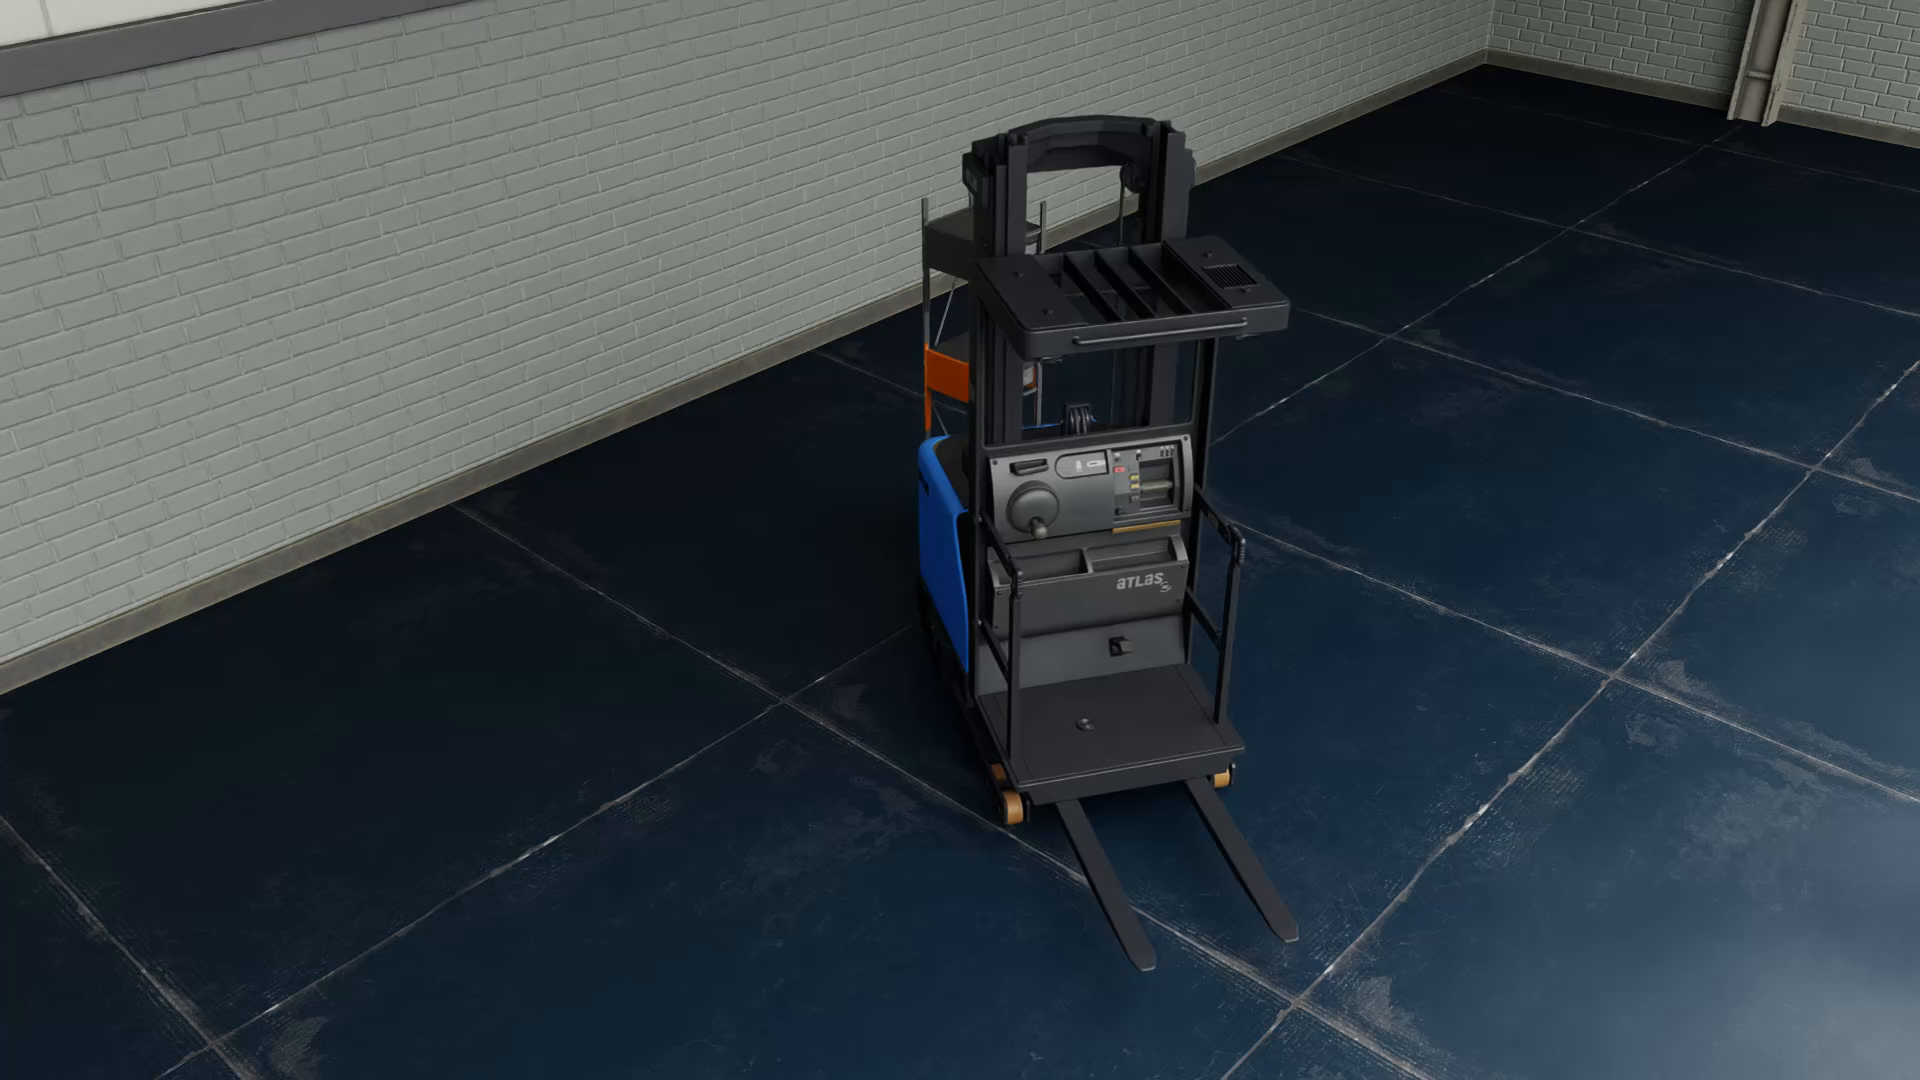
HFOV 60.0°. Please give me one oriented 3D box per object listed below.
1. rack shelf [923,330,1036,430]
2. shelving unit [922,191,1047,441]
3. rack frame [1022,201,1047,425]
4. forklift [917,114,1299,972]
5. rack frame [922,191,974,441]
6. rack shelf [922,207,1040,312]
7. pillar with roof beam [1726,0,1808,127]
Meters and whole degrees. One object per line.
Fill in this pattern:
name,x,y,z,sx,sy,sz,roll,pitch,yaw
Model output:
rack shelf,0.123,-0.831,9.065,0.480,0.518,0.431,25,39,35
shelving unit,0.123,-0.842,9.058,0.503,2.100,0.431,25,39,35
rack frame,0.304,-0.758,8.917,0.015,2.100,0.400,25,39,35
forklift,0.641,-0.185,7.160,1.130,2.935,3.031,-8,32,-13
rack frame,-0.058,-0.927,9.198,0.015,2.100,0.400,25,39,35
rack shelf,0.123,-1.430,8.704,0.480,0.518,0.431,25,39,35
pillar with roof beam,5.073,-6.441,11.669,0.400,9.000,9.100,25,39,35
